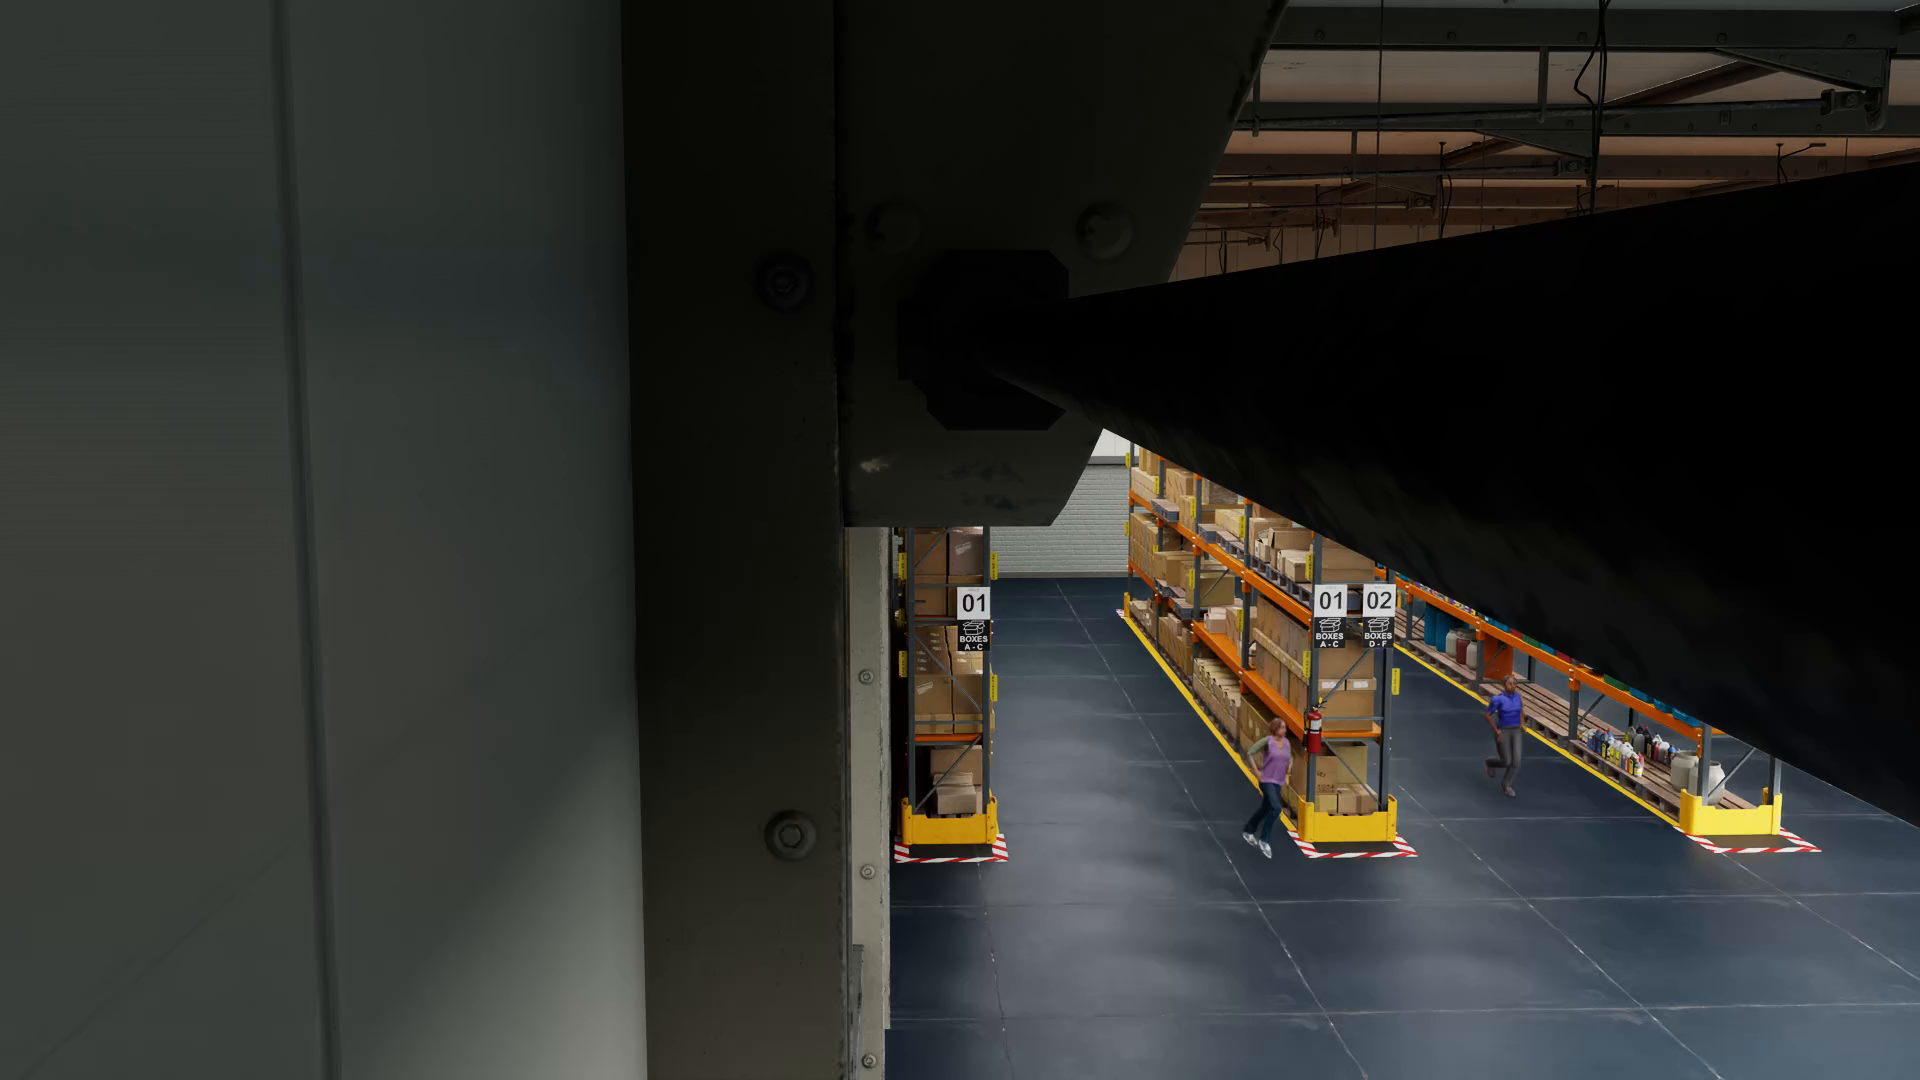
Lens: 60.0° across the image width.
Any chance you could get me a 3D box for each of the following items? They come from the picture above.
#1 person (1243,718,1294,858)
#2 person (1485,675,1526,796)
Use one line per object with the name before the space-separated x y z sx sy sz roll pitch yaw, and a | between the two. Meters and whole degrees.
person | 3.725 2.930 19.930 0.535 1.613 0.643 -5 9 -35
person | 7.460 2.687 22.738 0.582 1.532 0.578 -2 8 -13
